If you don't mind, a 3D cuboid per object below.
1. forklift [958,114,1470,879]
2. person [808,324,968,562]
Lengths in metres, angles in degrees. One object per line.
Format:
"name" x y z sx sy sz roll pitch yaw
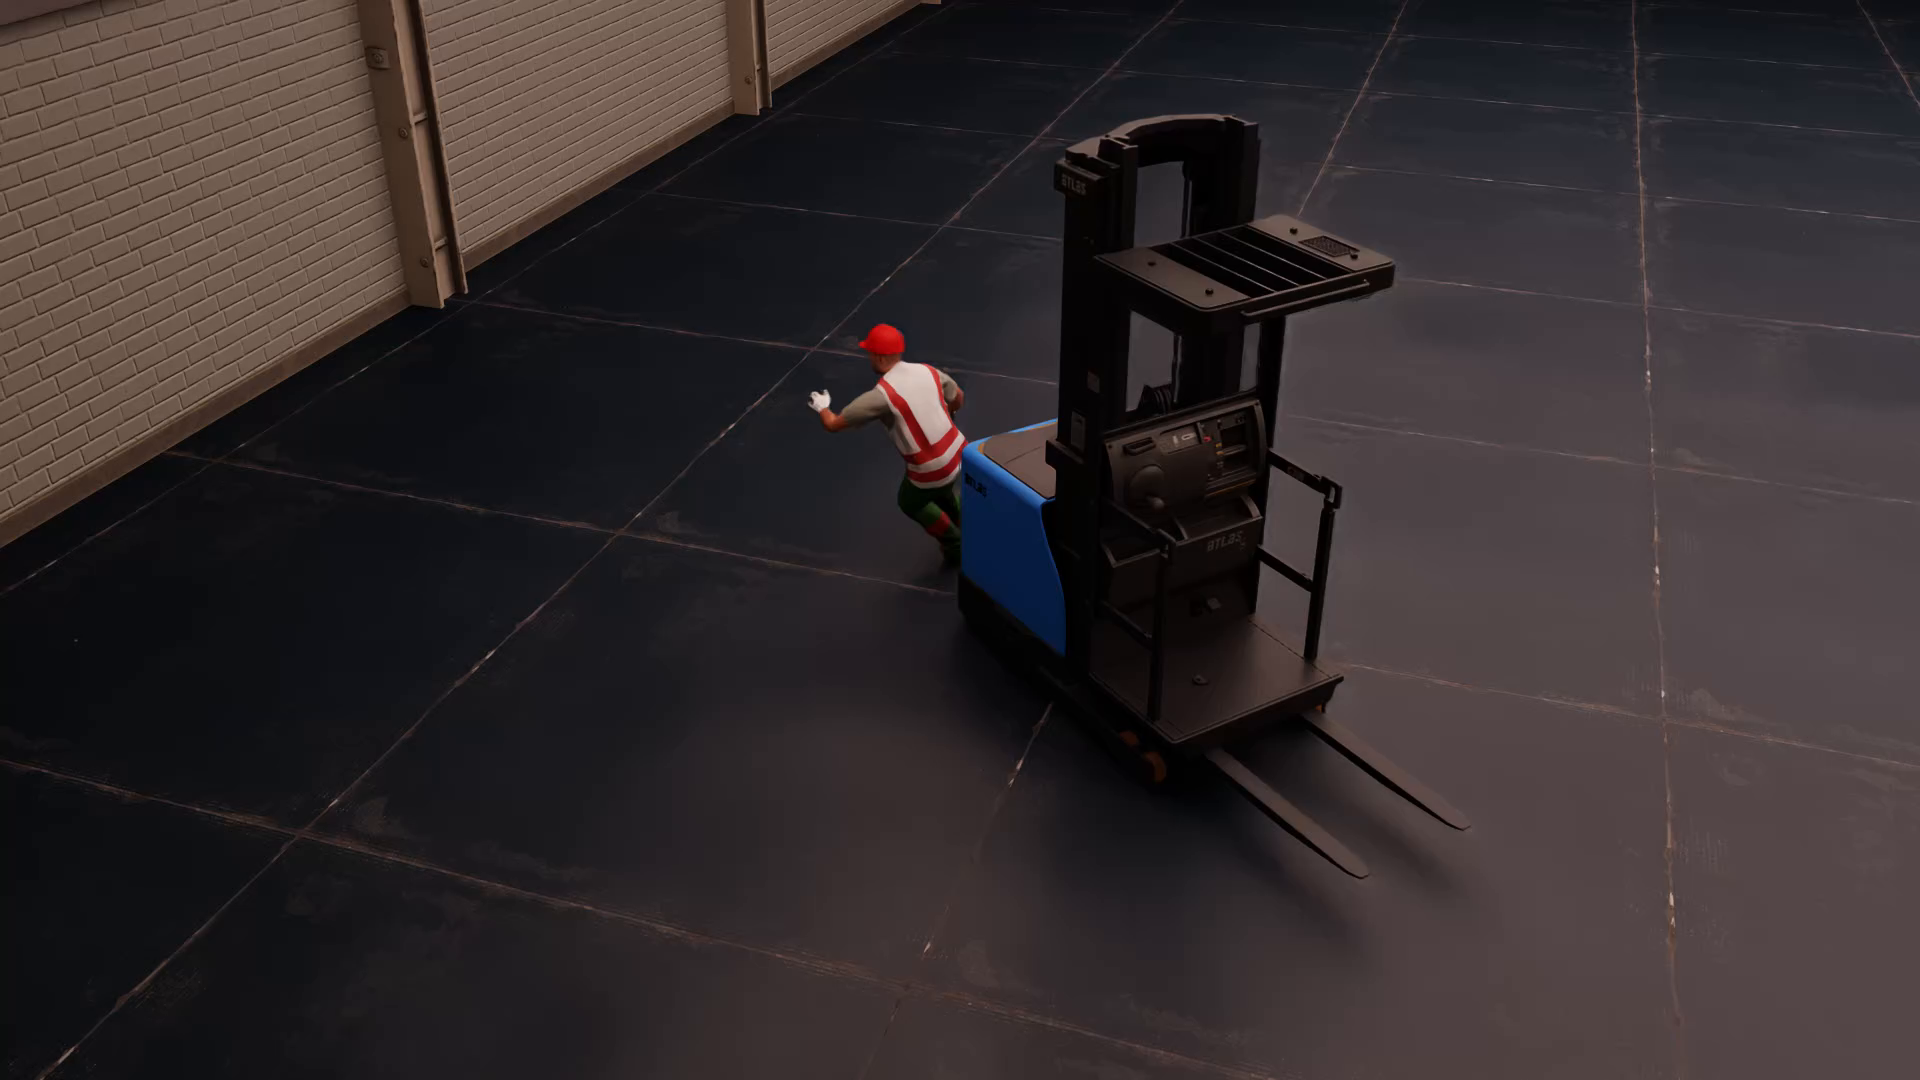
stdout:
"forklift" 1.196 -0.357 7.762 1.130 2.935 3.031 -17 34 -27
"person" -0.317 -0.555 9.542 0.919 1.528 1.067 18 34 28
